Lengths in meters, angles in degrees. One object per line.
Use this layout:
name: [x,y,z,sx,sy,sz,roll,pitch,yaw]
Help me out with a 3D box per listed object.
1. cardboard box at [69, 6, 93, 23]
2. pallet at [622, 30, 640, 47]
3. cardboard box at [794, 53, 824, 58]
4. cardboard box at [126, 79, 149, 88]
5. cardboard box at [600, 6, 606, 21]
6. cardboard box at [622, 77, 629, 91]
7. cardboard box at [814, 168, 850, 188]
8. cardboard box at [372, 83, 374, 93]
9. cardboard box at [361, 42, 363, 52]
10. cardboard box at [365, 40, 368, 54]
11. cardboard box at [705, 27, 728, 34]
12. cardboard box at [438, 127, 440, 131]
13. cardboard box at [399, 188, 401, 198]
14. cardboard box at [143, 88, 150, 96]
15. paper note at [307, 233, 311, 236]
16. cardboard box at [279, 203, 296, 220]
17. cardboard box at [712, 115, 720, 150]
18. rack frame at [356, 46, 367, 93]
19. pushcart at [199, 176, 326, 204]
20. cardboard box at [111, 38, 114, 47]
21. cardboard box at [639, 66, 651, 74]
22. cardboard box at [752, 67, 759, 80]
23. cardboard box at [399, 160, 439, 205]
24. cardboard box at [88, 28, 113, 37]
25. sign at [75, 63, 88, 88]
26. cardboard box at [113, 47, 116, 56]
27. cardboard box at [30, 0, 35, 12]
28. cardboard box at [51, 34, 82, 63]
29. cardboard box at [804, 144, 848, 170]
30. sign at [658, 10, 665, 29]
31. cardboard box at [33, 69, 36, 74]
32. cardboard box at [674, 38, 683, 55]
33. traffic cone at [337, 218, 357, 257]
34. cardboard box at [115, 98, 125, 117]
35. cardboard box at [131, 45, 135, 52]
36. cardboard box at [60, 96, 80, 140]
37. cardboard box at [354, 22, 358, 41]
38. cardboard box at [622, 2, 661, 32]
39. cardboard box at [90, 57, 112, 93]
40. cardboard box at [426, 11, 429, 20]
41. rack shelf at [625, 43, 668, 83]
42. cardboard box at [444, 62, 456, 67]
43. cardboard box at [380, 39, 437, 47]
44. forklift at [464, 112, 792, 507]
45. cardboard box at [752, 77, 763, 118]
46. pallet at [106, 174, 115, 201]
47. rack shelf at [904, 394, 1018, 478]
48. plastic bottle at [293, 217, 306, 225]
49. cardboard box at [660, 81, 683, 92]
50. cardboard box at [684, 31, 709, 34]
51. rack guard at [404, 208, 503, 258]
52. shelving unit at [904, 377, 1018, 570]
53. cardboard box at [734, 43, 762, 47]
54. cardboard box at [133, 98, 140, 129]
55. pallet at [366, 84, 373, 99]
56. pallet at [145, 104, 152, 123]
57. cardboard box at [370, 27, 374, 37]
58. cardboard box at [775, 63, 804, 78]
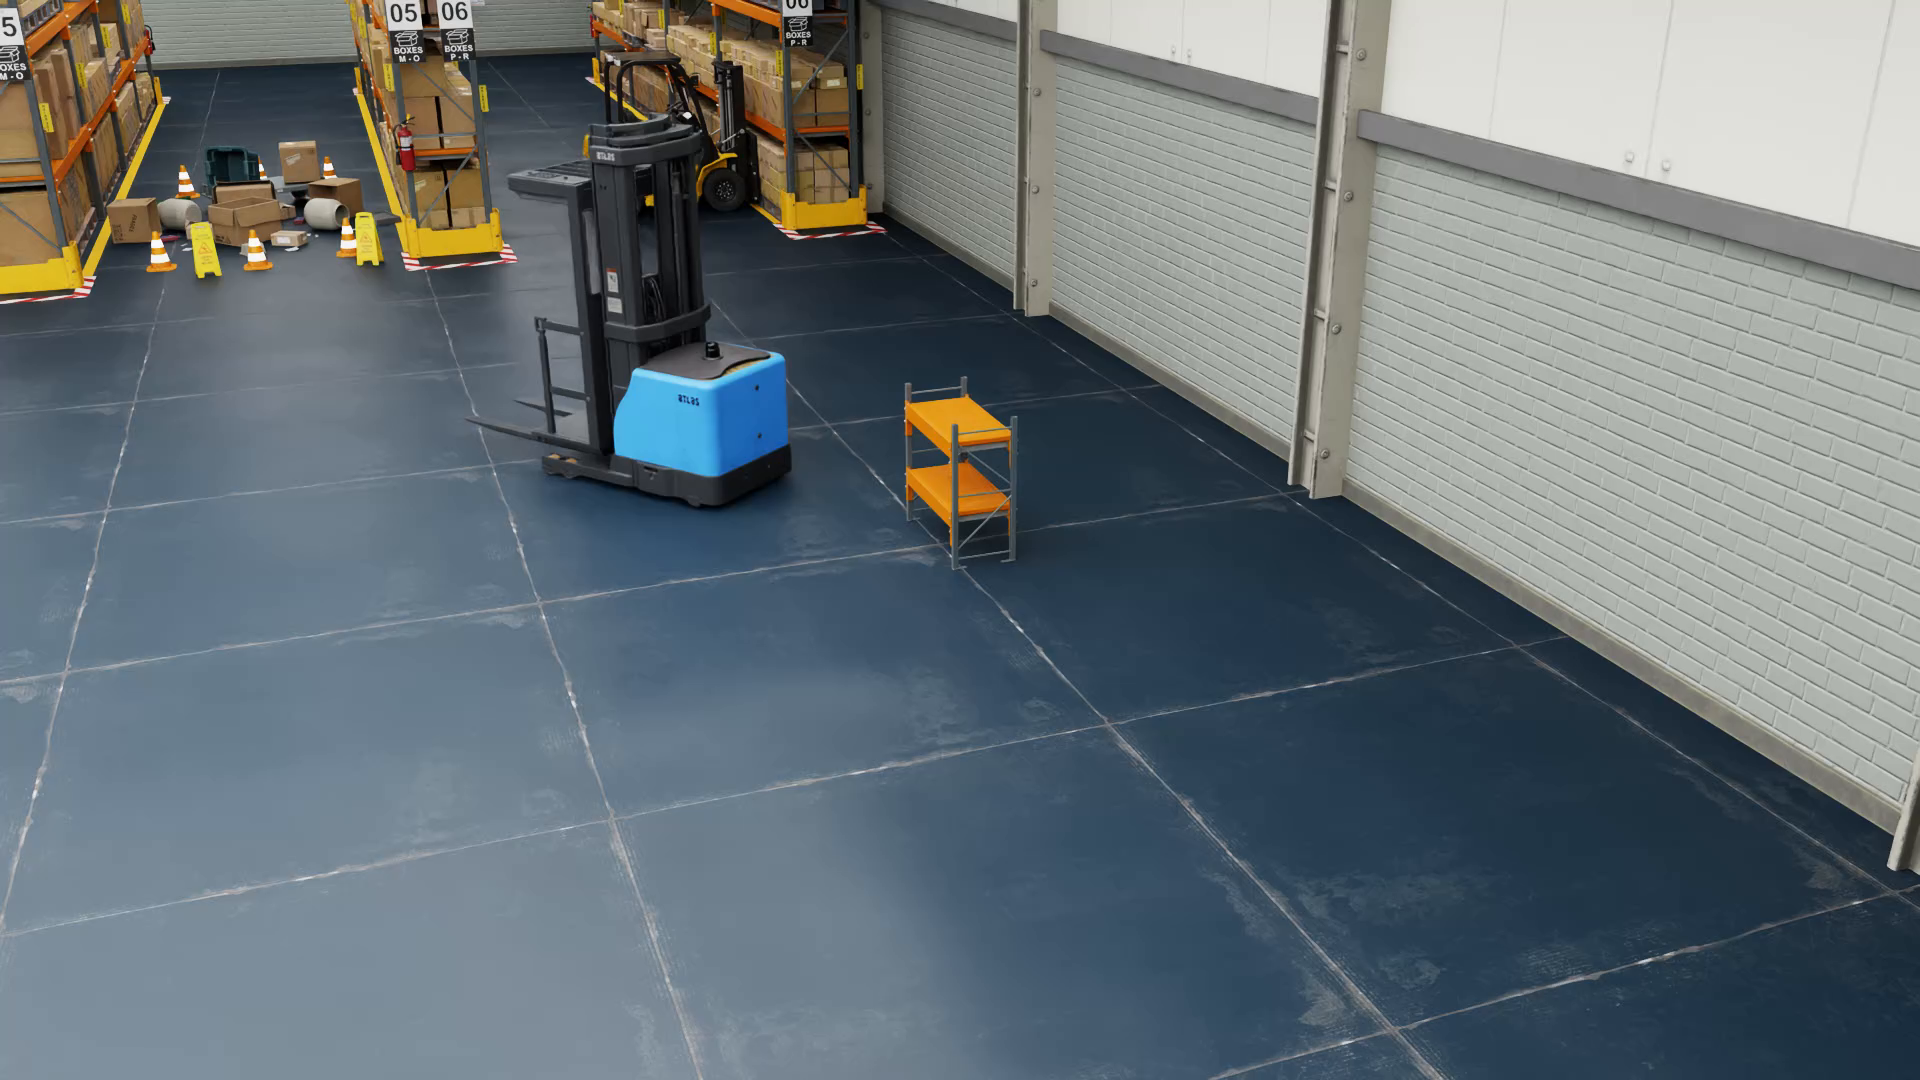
cardboard box: [-15.789,-9.531,29.701,0.500,0.500,0.500,-9,25,-21]
pallet: [-5.952,-9.758,32.286,1.003,0.211,1.213,-8,24,-19]
cardboard box: [-2.169,-6.911,23.939,0.380,0.149,0.250,-9,24,-20]
cardboard box: [-15.934,-8.834,32.212,0.380,0.149,0.250,-7,24,-17]
cardboard box: [-7.276,-11.104,35.043,0.500,0.250,0.500,-9,24,-20]
cardboard box: [-6.730,-9.377,34.115,0.396,0.266,0.258,-7,24,-17]
cardboard box: [-1.865,-5.147,23.456,0.500,0.250,0.500,-8,24,-18]
cardboard box: [-11.213,-9.050,33.118,0.875,0.438,0.875,-9,25,-21]
cardboard box: [-10.682,-9.016,30.472,0.500,0.250,0.500,-9,24,-20]
cardboard box: [-9.955,-8.504,28.613,0.500,0.250,0.500,-9,24,-20]
cardboard box: [-4.183,-8.770,28.732,0.380,0.149,0.250,-8,24,-19]
cardboard box: [-6.901,-5.618,22.540,0.380,0.149,0.250,-7,24,-17]
cardboard box: [-7.603,-4.852,23.400,0.500,0.250,0.500,-9,24,-20]
cardboard box: [-15.949,-8.696,32.266,0.380,0.149,0.250,-8,24,-18]
paper note: [-8.891,-4.135,22.536,0.148,0.019,0.142,0,23,-1]
cardboard box: [-9.668,-4.712,23.587,0.396,0.266,0.258,12,26,27]
cardboard box: [-3.501,-6.532,26.902,0.875,0.625,0.625,-7,24,-17]
rack frame: [-12.187,-10.922,34.802,1.000,3.000,0.127,-8,24,-19]
pushcart: [-10.064,-5.023,24.181,1.648,0.377,0.936,-18,29,-37]
cardboard box: [-14.674,-8.471,28.385,0.380,0.149,0.250,-10,25,-22]
cardboard box: [-6.084,-9.235,32.641,0.380,0.149,0.250,-9,24,-20]
cardboard box: [-2.753,-6.686,23.788,0.380,0.149,0.250,-8,24,-19]
cardboard box: [-7.250,-4.825,22.370,0.500,0.500,0.500,-7,24,-17]
cardboard box: [-14.767,-8.699,28.543,0.380,0.149,0.250,-8,24,-19]
sign: [-12.025,-6.358,22.757,0.100,0.325,0.005,-8,24,-19]
cardboard box: [-14.674,-8.337,28.451,0.380,0.149,0.250,-9,25,-21]
cardboard box: [-11.220,-6.343,19.729,0.380,0.149,0.250,-8,24,-19]
cardboard box: [-13.263,-7.087,24.285,0.700,0.500,0.500,-9,24,-20]
cardboard box: [-1.886,-5.379,23.362,0.500,0.250,0.500,-9,24,-20]
sign: [-5.223,-9.117,29.130,0.100,0.325,0.005,-8,24,-19]
cardboard box: [-11.506,-5.287,19.848,0.875,0.550,0.550,-8,24,-19]
cardboard box: [-4.615,-8.482,28.562,0.500,0.250,0.500,-8,24,-17]
traffic cone: [-7.894,-3.919,21.452,0.336,0.463,0.334,-8,24,-19]
cardboard box: [-14.153,-7.155,27.576,0.500,0.250,0.500,-9,24,-20]
cardboard box: [-15.586,-9.159,30.941,0.380,0.149,0.250,-8,24,-18]
cardboard box: [-12.186,-5.586,21.949,0.875,0.550,0.550,-8,24,-19]
cardboard box: [-11.556,-10.015,32.521,0.500,0.500,0.500,-9,24,-20]
cardboard box: [-6.170,-10.184,32.382,0.700,0.500,0.500,-8,24,-18]
cardboard box: [-13.546,-7.219,25.887,0.500,0.500,0.500,-8,24,-19]
cardboard box: [-6.697,-6.811,21.509,0.380,0.149,0.250,-8,24,-19]
rack shelf: [-5.425,-9.093,31.388,1.077,0.370,4.000,-8,24,-19]
cardboard box: [-7.559,-6.618,24.078,0.500,0.500,0.500,-9,24,-20]
cardboard box: [-7.414,-6.465,22.427,0.700,0.500,0.500,-9,24,-19]
forklift: [-2.938,-2.026,13.783,3.031,2.935,1.130,14,26,29]
cardboard box: [-2.668,-6.356,23.839,0.500,0.500,0.500,-9,24,-20]
pallet: [-13.321,-5.275,24.994,1.003,0.211,1.213,-8,24,-19]
rack shelf: [-0.002,-0.791,12.424,0.538,0.278,1.000,-8,24,-19]
plastic bottle: [-9.247,-4.482,23.305,0.133,0.061,0.283,-4,23,-10]
cardboard box: [-5.256,-8.278,30.371,0.380,0.149,0.250,-10,25,-22]
cardboard box: [-4.451,-8.520,28.137,0.380,0.149,0.250,-8,24,-18]
rack guard: [-6.562,-3.984,21.560,1.175,0.500,0.348,-8,24,-19]
shelving unit: [-0.002,-0.521,12.537,0.538,1.125,1.048,-8,24,-19]
cardboard box: [-3.195,-7.396,25.089,0.380,0.149,0.250,-9,24,-20]
cardboard box: [-14.872,-7.560,29.503,0.500,0.500,0.500,-9,24,-20]
pallet: [-11.832,-9.357,34.680,1.003,0.211,1.213,-8,24,-19]
pallet: [-16.075,-8.151,31.818,1.003,0.211,1.213,-8,24,-19]
cardboard box: [-9.228,-8.009,26.836,0.500,0.500,0.500,-7,24,-16]
cardboard box: [-2.333,-6.460,22.867,0.380,0.149,0.250,-8,24,-19]
